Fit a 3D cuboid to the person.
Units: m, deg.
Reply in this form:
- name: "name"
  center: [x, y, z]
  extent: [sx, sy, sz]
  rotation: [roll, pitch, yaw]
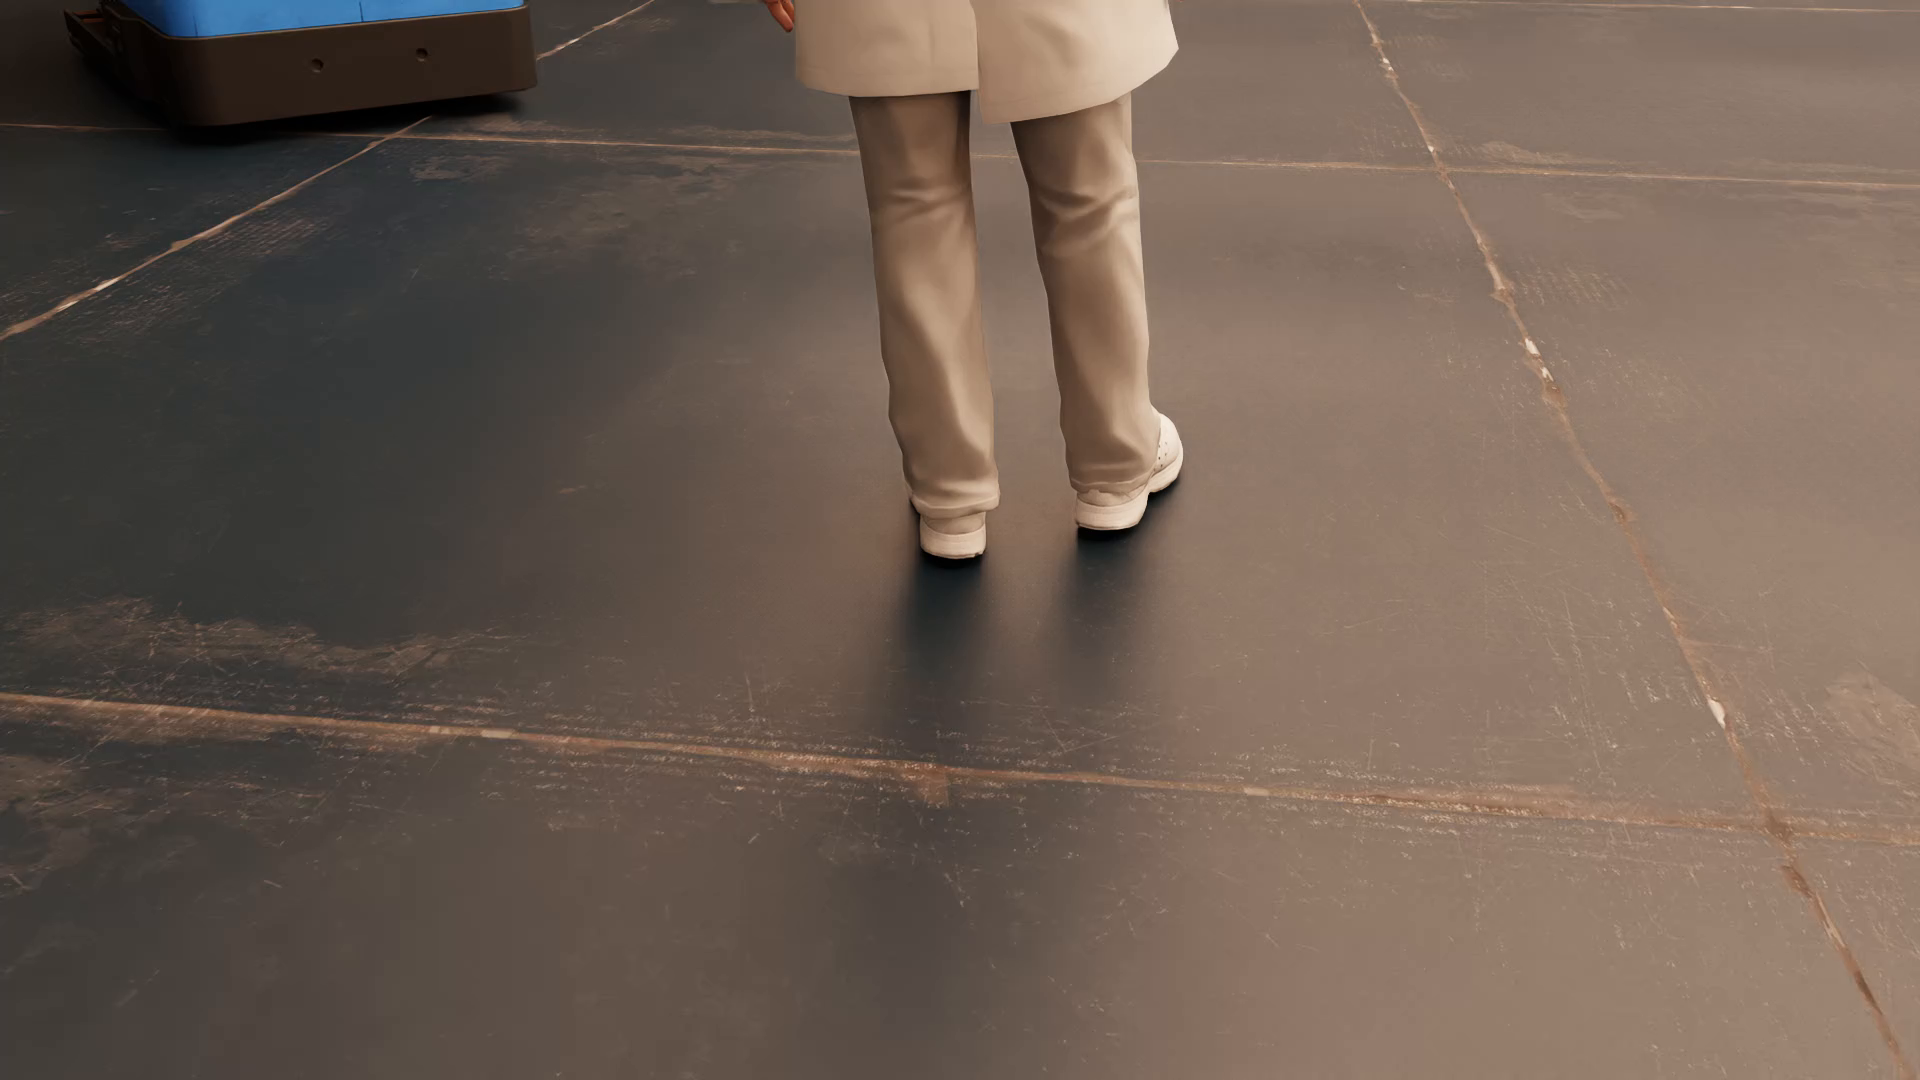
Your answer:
- name: "person"
  center: [0.017, -0.841, 2.180]
  extent: [0.694, 1.776, 0.581]
  rotation: [3, 27, 7]

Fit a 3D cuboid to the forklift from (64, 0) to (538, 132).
- name: "forklift"
  center: [-2.553, -3.079, 5.389]
  extent: [1.130, 2.935, 3.031]
  rotation: [-17, 31, -30]
